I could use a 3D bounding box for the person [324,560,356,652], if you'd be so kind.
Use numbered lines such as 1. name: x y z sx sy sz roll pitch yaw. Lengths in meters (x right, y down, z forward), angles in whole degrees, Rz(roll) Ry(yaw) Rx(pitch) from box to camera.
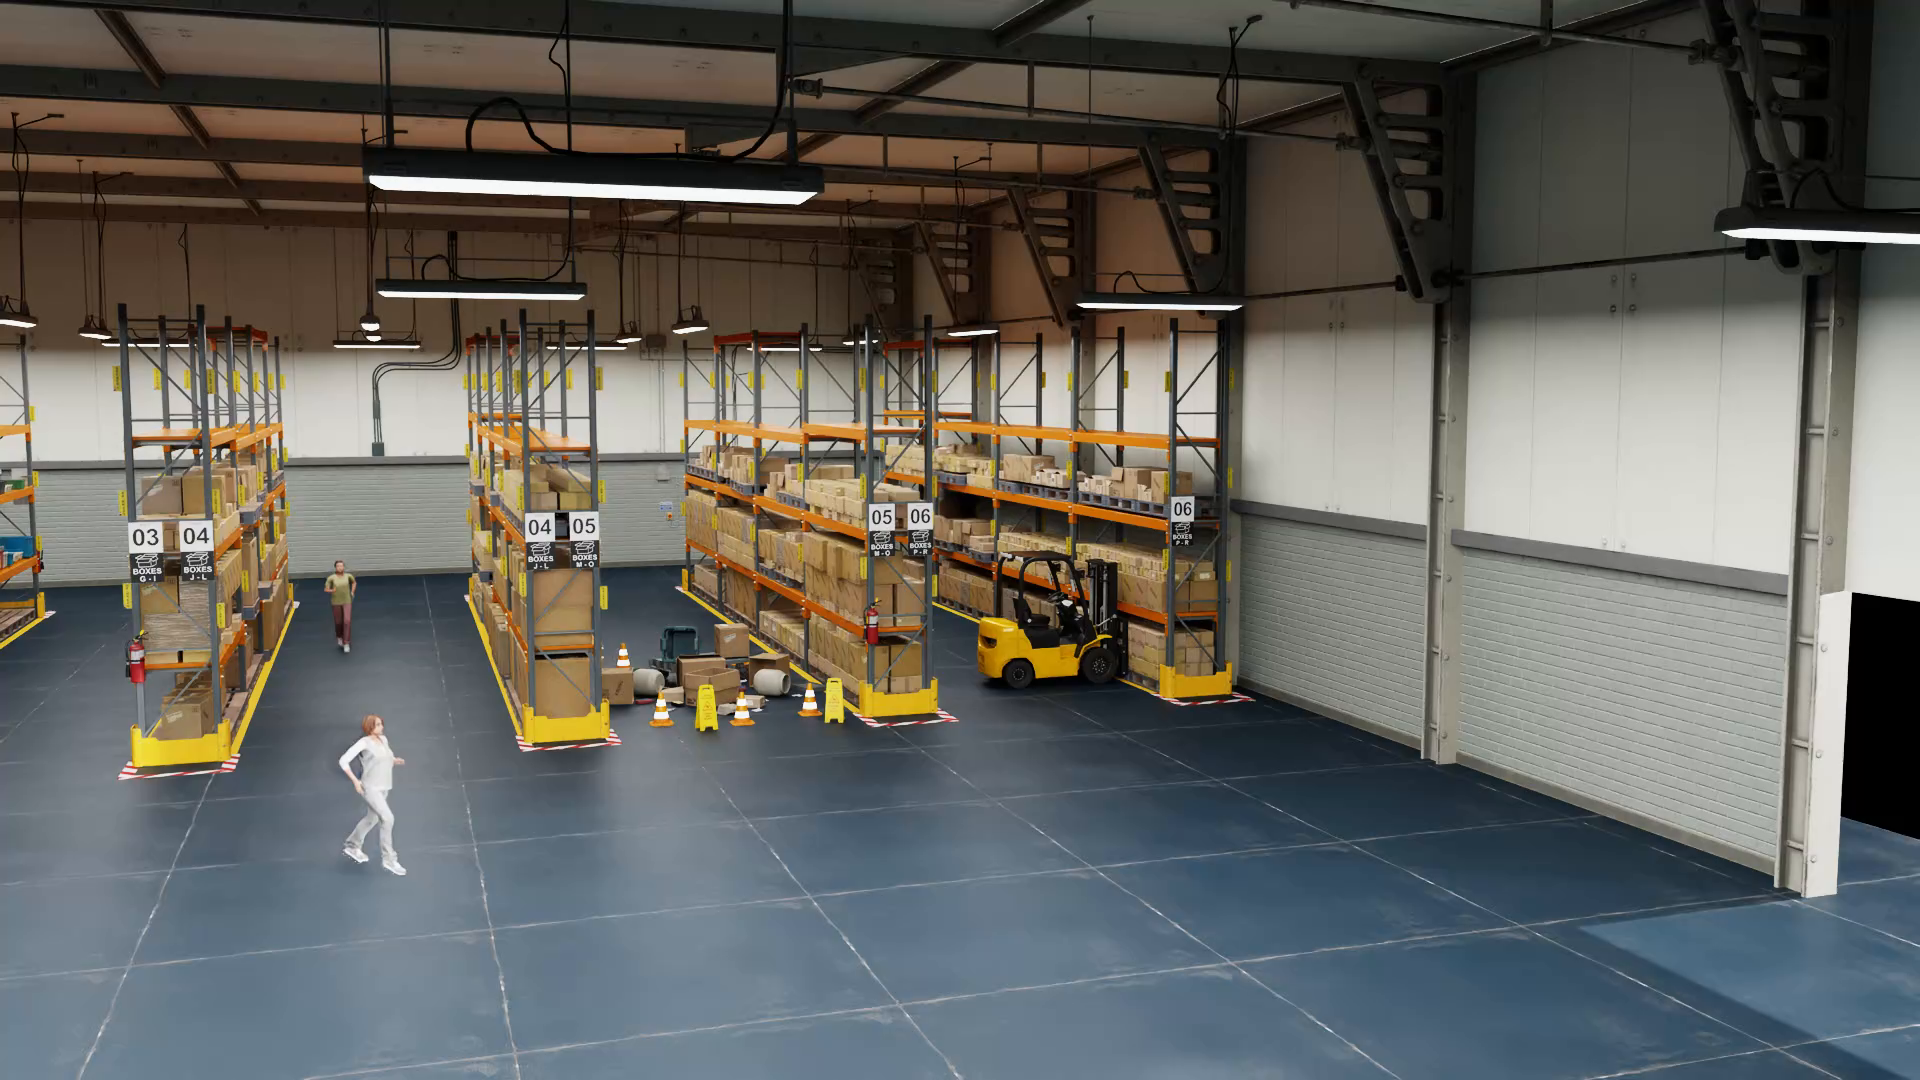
1. person: -11.545 1.206 31.017 0.574 1.674 0.950 -2 6 -23

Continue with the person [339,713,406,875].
1. person: -6.005 2.582 17.009 0.759 1.632 0.516 1 6 12
